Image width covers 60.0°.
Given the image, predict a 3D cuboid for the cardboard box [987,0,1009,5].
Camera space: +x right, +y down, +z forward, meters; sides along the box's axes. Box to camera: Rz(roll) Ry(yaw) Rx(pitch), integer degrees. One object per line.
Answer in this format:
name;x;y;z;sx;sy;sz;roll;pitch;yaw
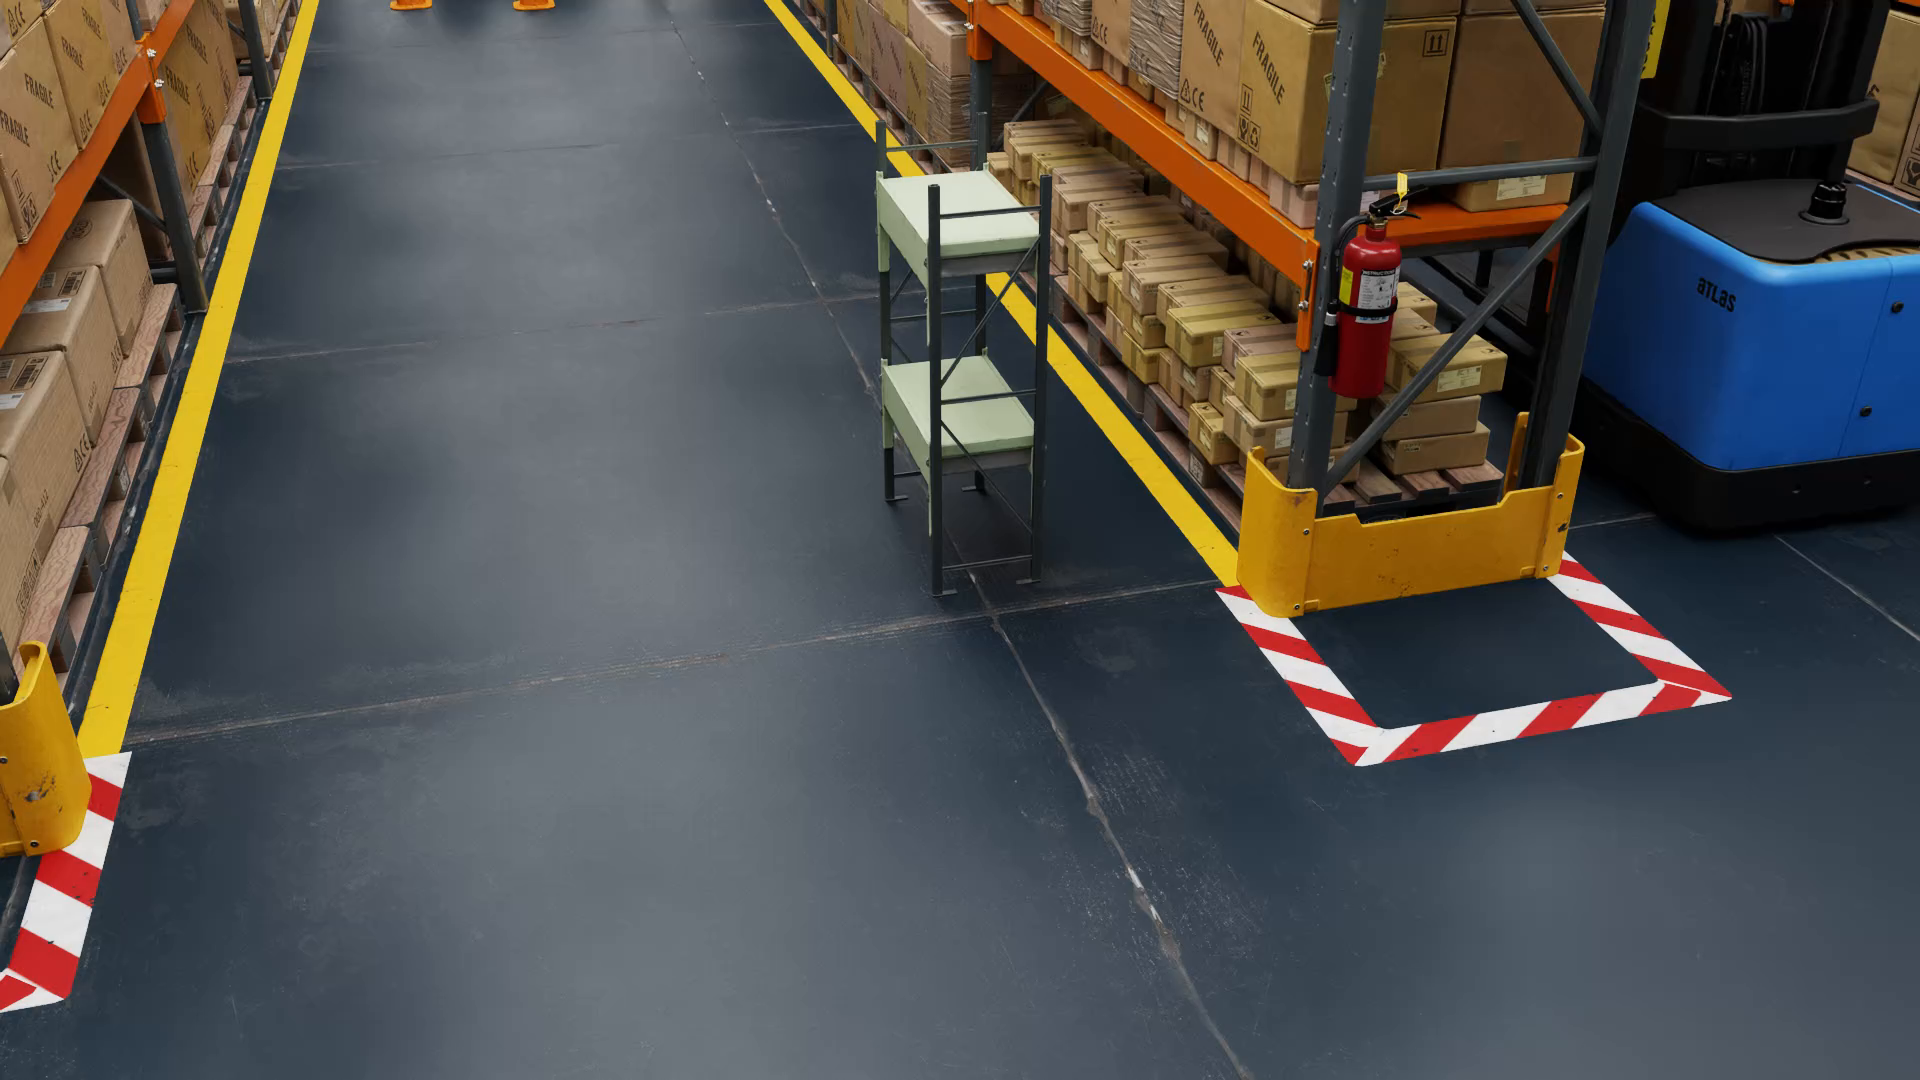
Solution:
cardboard box;0.311;-2.786;8.319;0.380;0.149;0.250;-7;31;-11

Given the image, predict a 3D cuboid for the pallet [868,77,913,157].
pallet;0.016;-2.834;10.936;1.003;0.211;1.213;-8;31;-13

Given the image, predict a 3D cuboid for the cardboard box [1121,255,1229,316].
cardboard box;0.893;-1.063;6.925;0.380;0.149;0.250;-7;31;-11

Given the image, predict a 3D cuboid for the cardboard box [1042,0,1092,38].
cardboard box;0.677;-2.488;7.157;0.500;0.500;0.500;-9;31;-14

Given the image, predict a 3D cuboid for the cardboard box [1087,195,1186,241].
cardboard box;0.805;-1.452;7.598;0.380;0.149;0.250;-9;31;-15

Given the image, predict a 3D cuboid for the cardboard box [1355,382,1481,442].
cardboard box;1.721;-0.507;6.261;0.380;0.149;0.250;-7;31;-11

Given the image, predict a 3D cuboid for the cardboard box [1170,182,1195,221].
cardboard box;1.230;-1.651;7.941;0.380;0.149;0.250;-9;31;-16

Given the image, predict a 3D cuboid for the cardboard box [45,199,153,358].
cardboard box;-4.131;-1.123;7.334;0.875;0.438;0.875;-8;31;-14

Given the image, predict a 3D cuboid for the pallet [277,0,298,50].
pallet;-5.782;-4.059;13.051;1.003;0.211;1.213;-8;31;-13

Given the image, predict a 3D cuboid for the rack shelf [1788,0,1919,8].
rack shelf;5.891;-2.408;8.134;1.077;0.370;4.000;-8;31;-13

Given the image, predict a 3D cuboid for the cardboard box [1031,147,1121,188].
cardboard box;0.573;-1.830;8.249;0.380;0.149;0.250;-8;31;-14

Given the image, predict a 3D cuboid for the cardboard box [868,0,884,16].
cardboard box;-0.307;-3.580;10.769;0.500;0.250;0.500;-8;31;-13

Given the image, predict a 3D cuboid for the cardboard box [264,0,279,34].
cardboard box;-5.600;-3.974;12.325;0.950;0.372;0.625;-8;31;-14

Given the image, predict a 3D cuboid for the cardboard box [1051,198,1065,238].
cardboard box;0.661;-1.580;8.115;0.380;0.149;0.250;-9;31;-16

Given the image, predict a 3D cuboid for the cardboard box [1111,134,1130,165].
cardboard box;1.003;-2.025;8.587;0.380;0.149;0.250;-7;31;-13

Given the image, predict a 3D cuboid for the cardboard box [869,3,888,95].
cardboard box;-0.291;-3.241;10.932;0.500;0.500;0.500;-9;31;-15

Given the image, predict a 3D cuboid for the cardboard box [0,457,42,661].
cardboard box;-3.404;0.186;5.073;0.875;0.438;0.875;-9;31;-15

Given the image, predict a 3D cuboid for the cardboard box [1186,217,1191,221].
cardboard box;1.172;-1.531;8.030;0.380;0.149;0.250;-7;31;-12

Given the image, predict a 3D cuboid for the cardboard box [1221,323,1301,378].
cardboard box;1.217;-0.699;6.296;0.380;0.149;0.250;-7;31;-12

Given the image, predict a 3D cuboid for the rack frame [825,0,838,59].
rack frame;-0.511;-5.007;11.906;1.000;3.000;0.127;-8;31;-13

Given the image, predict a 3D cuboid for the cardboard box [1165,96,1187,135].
cardboard box;1.011;-1.649;6.356;0.380;0.149;0.250;-9;31;-15

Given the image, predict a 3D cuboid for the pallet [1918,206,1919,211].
pallet;5.814;-1.511;8.649;1.003;0.211;1.213;-8;31;-13

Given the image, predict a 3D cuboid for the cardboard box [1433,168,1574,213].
cardboard box;1.843;-1.234;5.639;0.380;0.149;0.250;-8;31;-14

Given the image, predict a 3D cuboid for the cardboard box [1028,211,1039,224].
cardboard box;0.525;-1.562;8.382;0.380;0.149;0.250;-8;31;-14

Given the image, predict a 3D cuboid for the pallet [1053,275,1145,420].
pallet;1.091;-0.958;7.694;1.003;0.211;1.213;-8;31;-13

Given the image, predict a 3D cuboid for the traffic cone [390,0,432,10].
traffic cone;-4.639;-4.721;13.944;0.336;0.463;0.334;-8;31;-13

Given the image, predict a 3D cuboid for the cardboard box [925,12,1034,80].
cardboard box;0.110;-2.825;9.464;0.500;0.250;0.500;-9;31;-15

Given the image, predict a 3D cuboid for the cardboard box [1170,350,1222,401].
cardboard box;1.058;-0.687;6.573;0.380;0.149;0.250;-9;31;-15

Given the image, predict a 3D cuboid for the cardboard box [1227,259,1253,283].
cardboard box;1.315;-1.132;7.341;0.380;0.149;0.250;-6;31;-11

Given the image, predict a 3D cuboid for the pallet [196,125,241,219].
pallet;-4.799;-2.114;9.691;1.003;0.211;1.213;-8;31;-13

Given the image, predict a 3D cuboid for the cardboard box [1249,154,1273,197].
cardboard box;1.224;-1.279;5.716;0.380;0.149;0.250;-8;31;-13

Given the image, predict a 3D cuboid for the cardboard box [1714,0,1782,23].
cardboard box;5.171;-3.254;10.579;1.225;0.875;0.875;-8;31;-13

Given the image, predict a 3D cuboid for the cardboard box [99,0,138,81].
cardboard box;-3.825;-2.221;6.993;0.500;0.500;0.500;-8;31;-13

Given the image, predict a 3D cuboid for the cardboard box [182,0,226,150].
cardboard box;-4.920;-2.786;9.770;0.875;0.875;0.875;-7;31;-13

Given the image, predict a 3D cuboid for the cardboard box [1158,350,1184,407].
cardboard box;1.041;-0.685;6.865;0.380;0.149;0.250;-8;31;-13

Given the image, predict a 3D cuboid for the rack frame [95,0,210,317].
rack frame;-4.195;-2.368;7.346;1.000;3.000;0.127;-8;31;-13

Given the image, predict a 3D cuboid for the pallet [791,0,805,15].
pallet;-0.967;-4.779;14.295;1.003;0.211;1.213;-8;31;-13

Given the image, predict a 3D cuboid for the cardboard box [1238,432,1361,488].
cardboard box;1.272;-0.317;6.230;0.380;0.149;0.250;-7;31;-12

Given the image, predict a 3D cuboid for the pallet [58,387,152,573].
pallet;-3.741;-0.193;6.373;1.003;0.211;1.213;-8;31;-13

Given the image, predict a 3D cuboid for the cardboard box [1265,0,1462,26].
cardboard box;1.252;-1.935;5.205;0.500;0.500;0.500;-8;31;-14

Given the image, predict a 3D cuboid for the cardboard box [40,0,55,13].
cardboard box;-3.532;-2.162;5.893;0.500;0.500;0.500;-7;31;-13

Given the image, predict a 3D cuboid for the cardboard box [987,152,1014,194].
cardboard box;0.339;-1.934;8.726;0.380;0.149;0.250;-6;31;-11

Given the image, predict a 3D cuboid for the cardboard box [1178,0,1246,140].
cardboard box;1.114;-1.747;5.877;0.500;0.500;0.500;-8;31;-14

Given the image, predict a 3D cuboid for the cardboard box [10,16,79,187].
cardboard box;-3.411;-1.477;5.708;0.500;0.500;0.500;-7;31;-12

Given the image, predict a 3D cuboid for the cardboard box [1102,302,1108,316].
cardboard box;0.865;-1.066;7.524;0.380;0.149;0.250;-7;31;-12

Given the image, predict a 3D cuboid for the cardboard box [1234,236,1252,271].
cardboard box;1.433;-1.279;7.299;0.380;0.149;0.250;-7;31;-13

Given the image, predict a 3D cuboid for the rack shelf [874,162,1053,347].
rack shelf;-0.002;-0.990;5.684;0.431;0.370;0.720;-8;31;-13

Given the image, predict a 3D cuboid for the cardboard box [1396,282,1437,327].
cardboard box;1.669;-0.902;6.647;0.380;0.149;0.250;-8;31;-13

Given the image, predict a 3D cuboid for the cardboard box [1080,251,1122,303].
cardboard box;0.758;-1.191;7.443;0.380;0.149;0.250;-8;31;-13

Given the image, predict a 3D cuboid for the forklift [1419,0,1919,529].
forklift;2.899;-2.033;6.837;1.130;2.935;3.031;-7;31;-12

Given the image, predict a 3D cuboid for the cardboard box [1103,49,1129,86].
cardboard box;0.823;-2.033;7.018;0.380;0.149;0.250;-7;31;-11

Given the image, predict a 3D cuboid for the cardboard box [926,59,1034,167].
cardboard box;0.112;-2.499;9.648;0.500;0.500;0.500;-8;31;-14

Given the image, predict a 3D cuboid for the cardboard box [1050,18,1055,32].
cardboard box;0.639;-2.417;7.682;0.380;0.149;0.250;-9;31;-15

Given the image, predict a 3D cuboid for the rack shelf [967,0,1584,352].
rack shelf;1.082;-1.797;7.079;1.077;0.370;4.000;-8;31;-13

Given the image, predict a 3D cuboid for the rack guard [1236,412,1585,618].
rack guard;1.593;-0.098;5.920;1.175;0.500;0.348;-8;31;-13

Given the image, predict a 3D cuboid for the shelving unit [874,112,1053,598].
shelving unit;-0.002;-0.652;5.880;0.431;1.500;0.755;-8;31;-13
